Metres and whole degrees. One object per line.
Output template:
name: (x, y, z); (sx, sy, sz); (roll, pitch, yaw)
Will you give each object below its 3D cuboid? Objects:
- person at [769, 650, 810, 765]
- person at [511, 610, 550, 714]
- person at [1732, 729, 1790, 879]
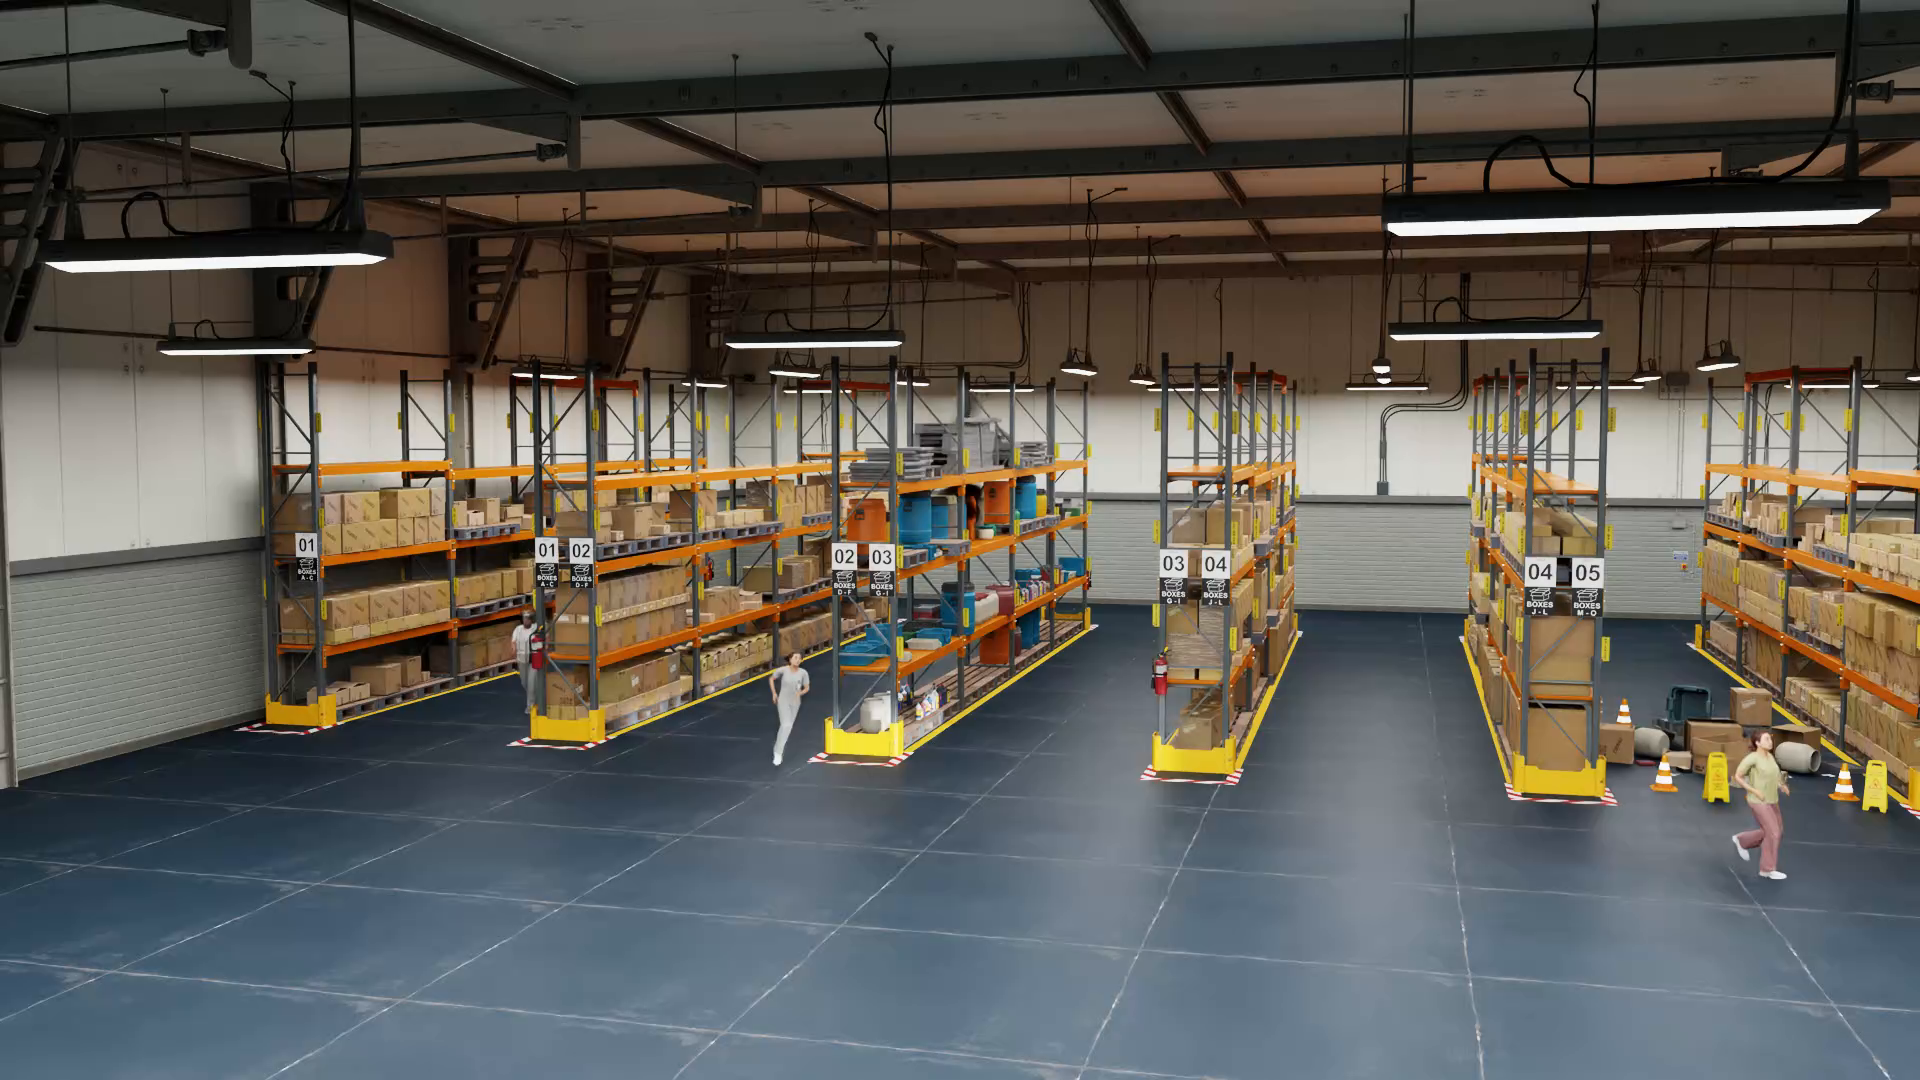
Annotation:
person: (-2.520, 2.463, 24.617); (0.587, 1.682, 0.650); (-2, 4, -23)
person: (-7.492, 2.082, 28.999); (0.647, 1.768, 0.943); (0, 4, 0)
person: (8.839, 2.903, 18.401); (0.584, 1.605, 0.703); (-2, 5, -29)
